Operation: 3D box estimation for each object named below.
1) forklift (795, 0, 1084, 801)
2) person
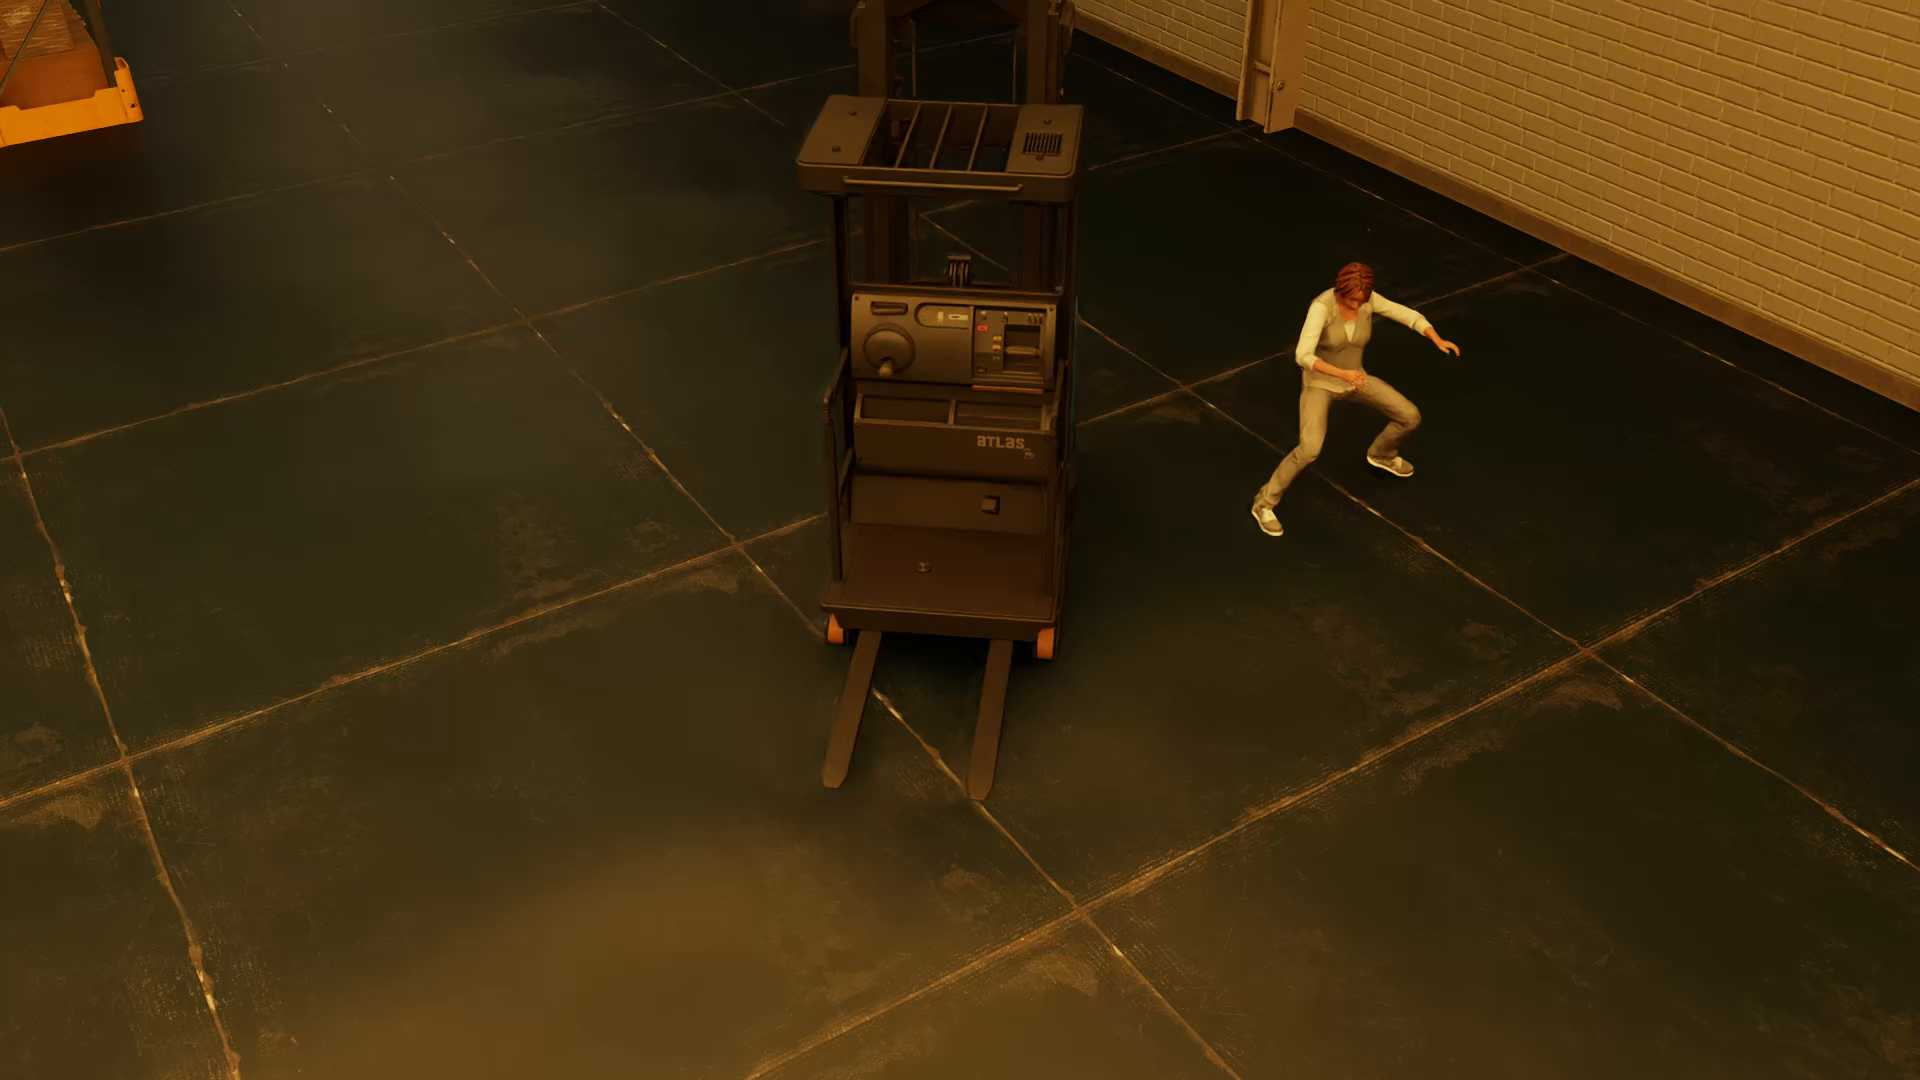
[{"bbox_3d":[-0.054,-0.841,7.345,1.130,2.935,3.031,4,35,5],"label":"forklift"},{"bbox_3d":[2.037,-0.770,8.619,1.010,1.368,0.630,-9,36,-12],"label":"person"}]
